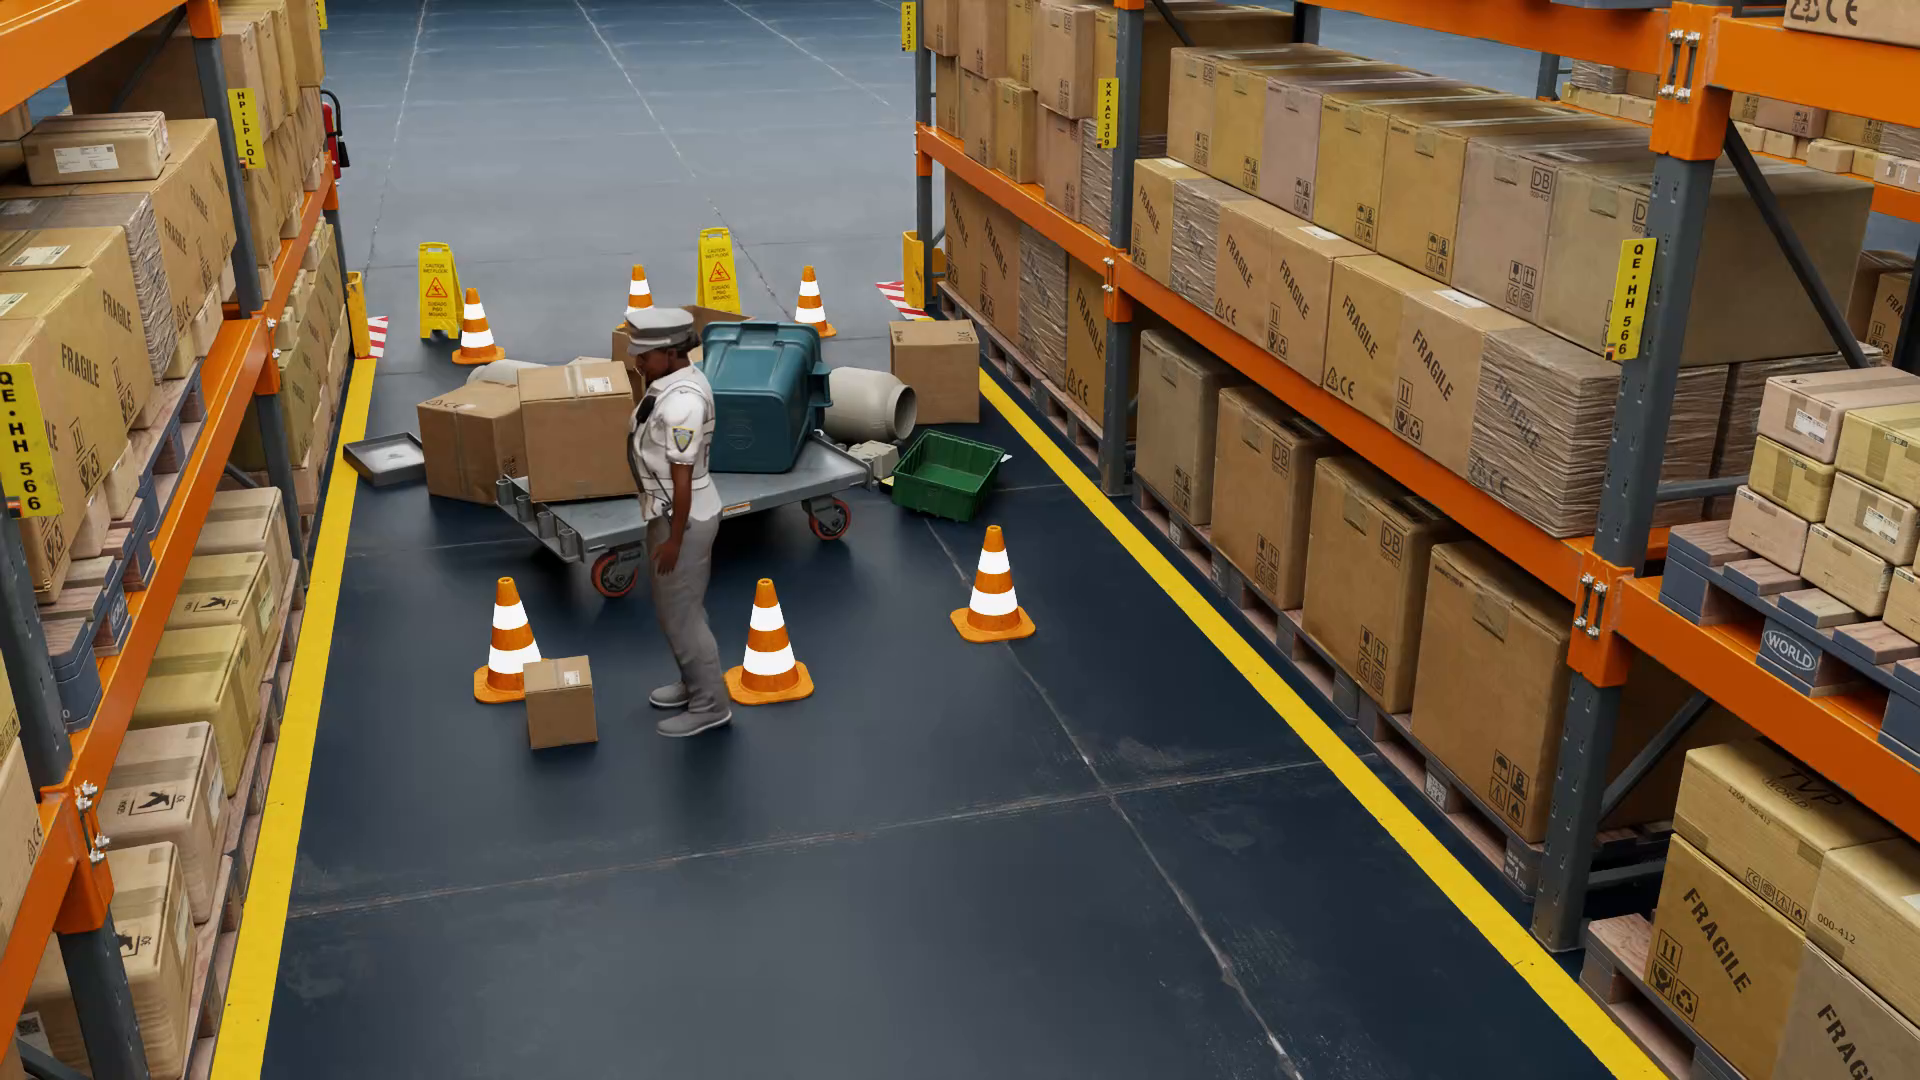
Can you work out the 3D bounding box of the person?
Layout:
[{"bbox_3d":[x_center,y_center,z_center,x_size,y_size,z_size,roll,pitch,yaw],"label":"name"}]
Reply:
[{"bbox_3d":[-1.063,-0.058,6.259,0.339,1.665,0.439,-6,24,-13],"label":"person"}]
